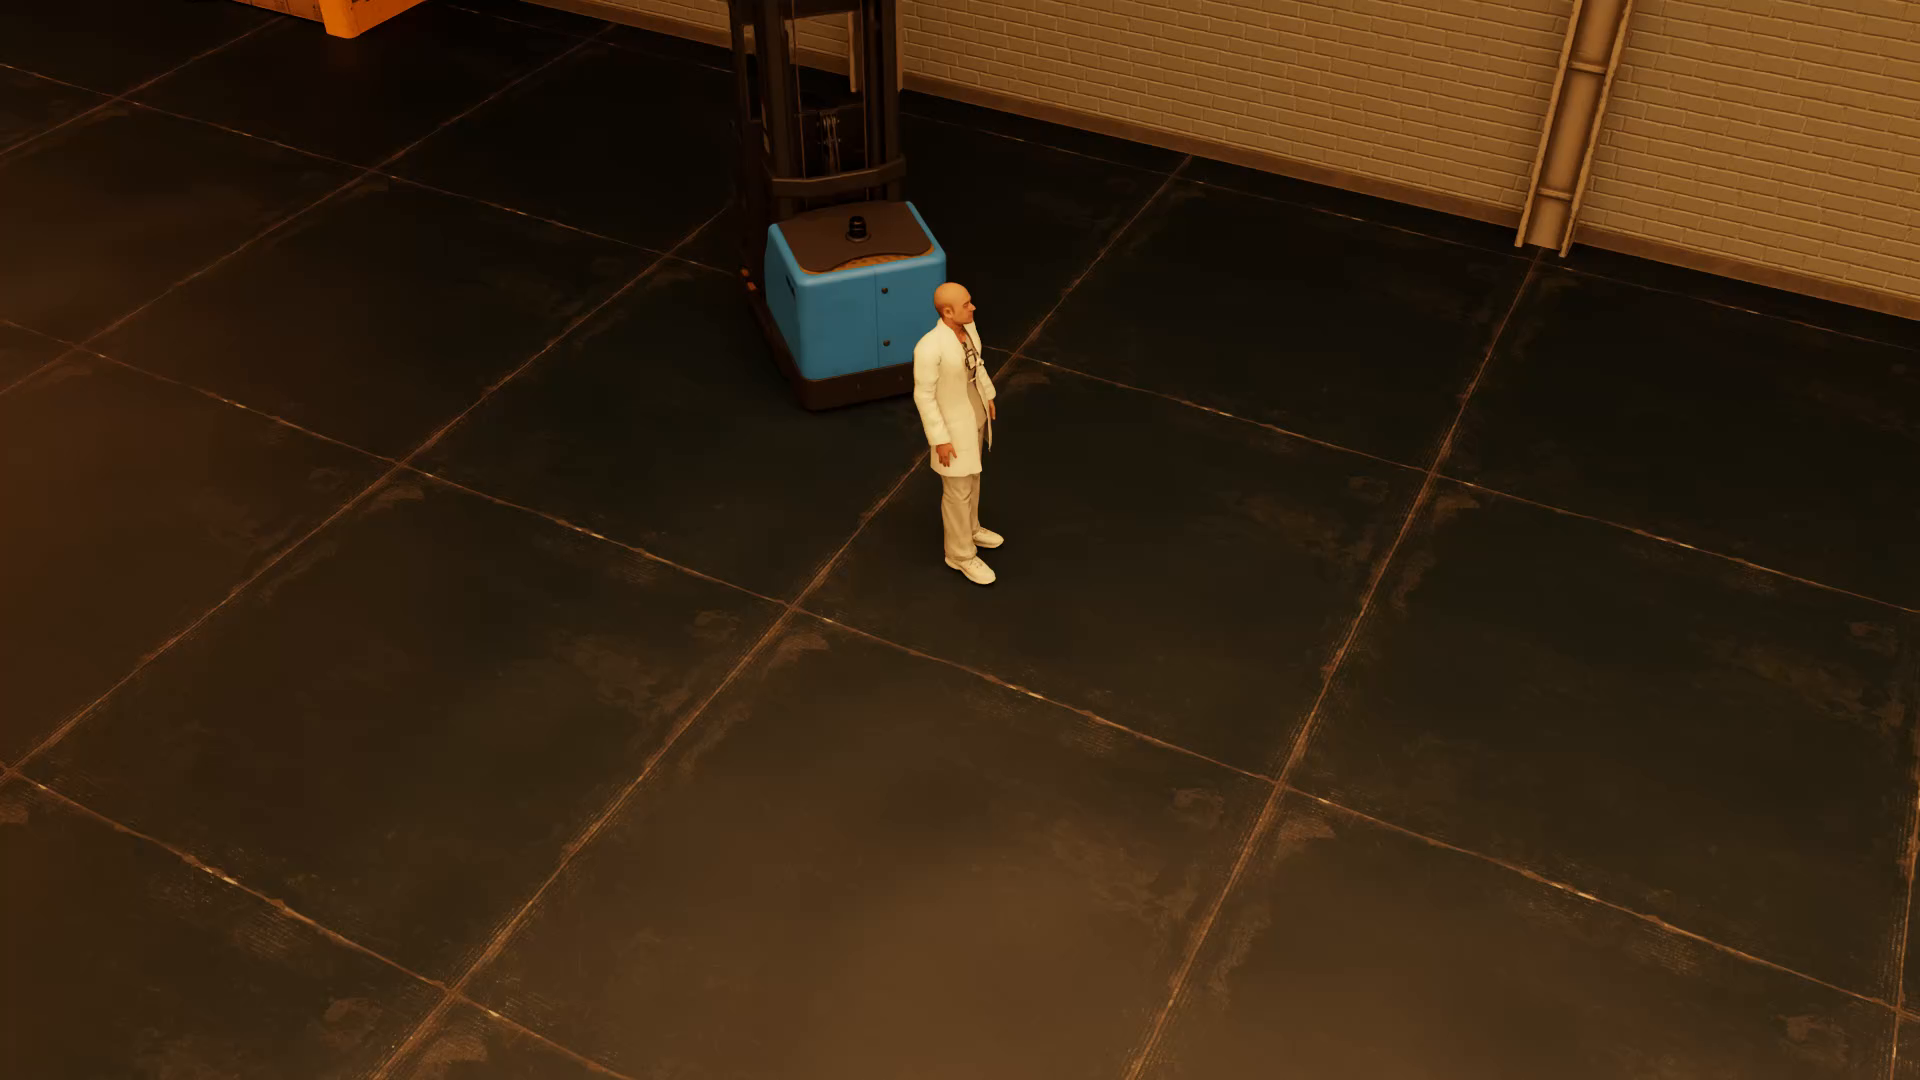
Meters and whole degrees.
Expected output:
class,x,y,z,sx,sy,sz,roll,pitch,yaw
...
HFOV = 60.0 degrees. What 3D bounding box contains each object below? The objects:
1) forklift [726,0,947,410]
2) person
class,x,y,z,sx,sy,sz,roll,pitch,yaw
forklift,-1.035,-2.951,11.490,1.130,2.935,3.031,-13,42,-15
person,0.080,-0.656,9.650,0.578,1.778,0.696,18,43,21
